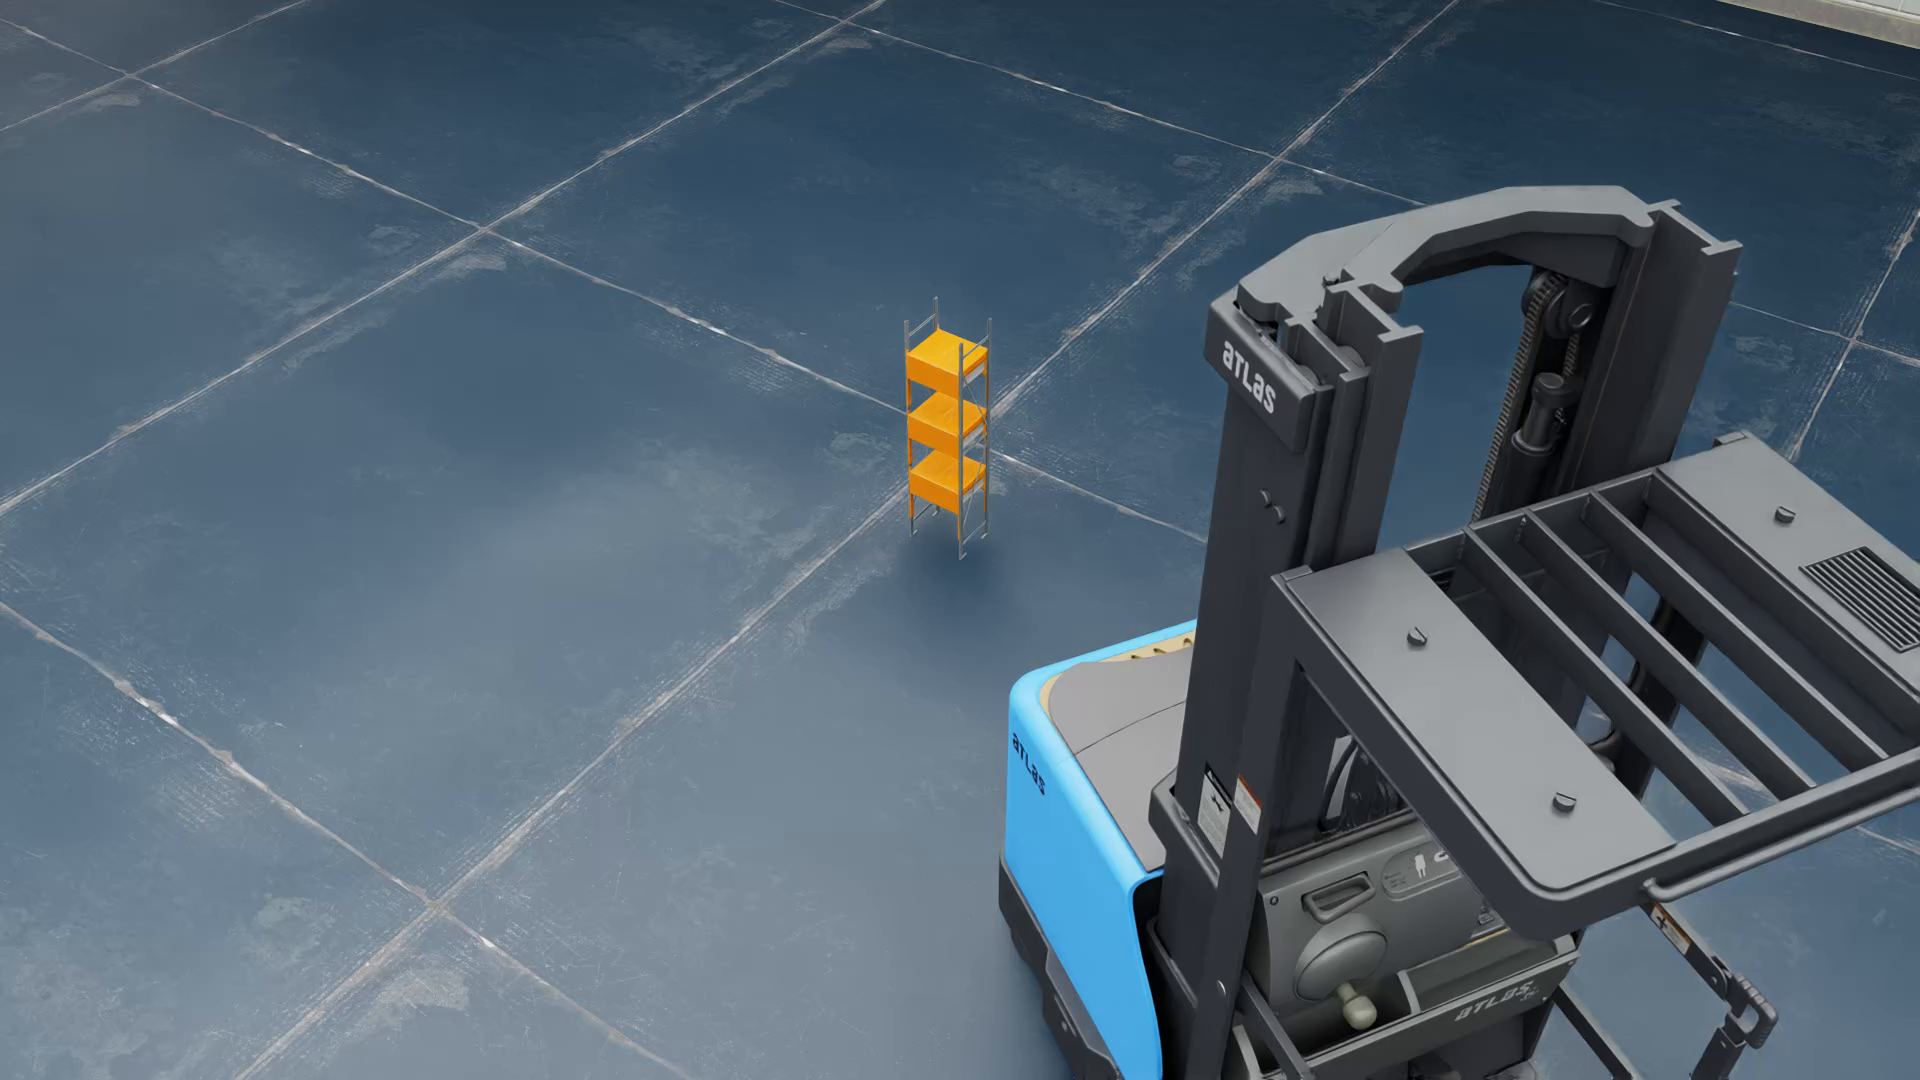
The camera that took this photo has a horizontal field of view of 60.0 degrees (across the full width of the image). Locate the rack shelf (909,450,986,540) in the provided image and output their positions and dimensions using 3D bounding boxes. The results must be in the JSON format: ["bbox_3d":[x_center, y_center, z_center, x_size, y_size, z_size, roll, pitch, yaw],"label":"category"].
[{"bbox_3d":[-0.044,-0.197,6.615,0.240,0.259,0.215,25,48,25],"label":"rack shelf"}]

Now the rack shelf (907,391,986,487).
[{"bbox_3d":[-0.044,-0.404,6.430,0.240,0.259,0.215,25,48,25],"label":"rack shelf"}]

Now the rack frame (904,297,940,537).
[{"bbox_3d":[-0.144,-0.458,6.475,0.008,1.050,0.200,25,48,25],"label":"rack frame"}]

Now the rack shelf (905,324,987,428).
[{"bbox_3d":[-0.044,-0.615,6.241,0.240,0.259,0.215,25,48,25],"label":"rack shelf"}]

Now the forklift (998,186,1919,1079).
[{"bbox_3d":[1.168,0.874,3.575,1.130,2.935,3.031,-16,44,-17],"label":"forklift"}]

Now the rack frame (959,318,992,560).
[{"bbox_3d":[0.056,-0.365,6.371,0.008,1.050,0.200,25,48,25],"label":"rack frame"}]

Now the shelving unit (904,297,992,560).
[{"bbox_3d":[-0.044,-0.412,6.423,0.252,1.050,0.215,25,48,25],"label":"shelving unit"}]
